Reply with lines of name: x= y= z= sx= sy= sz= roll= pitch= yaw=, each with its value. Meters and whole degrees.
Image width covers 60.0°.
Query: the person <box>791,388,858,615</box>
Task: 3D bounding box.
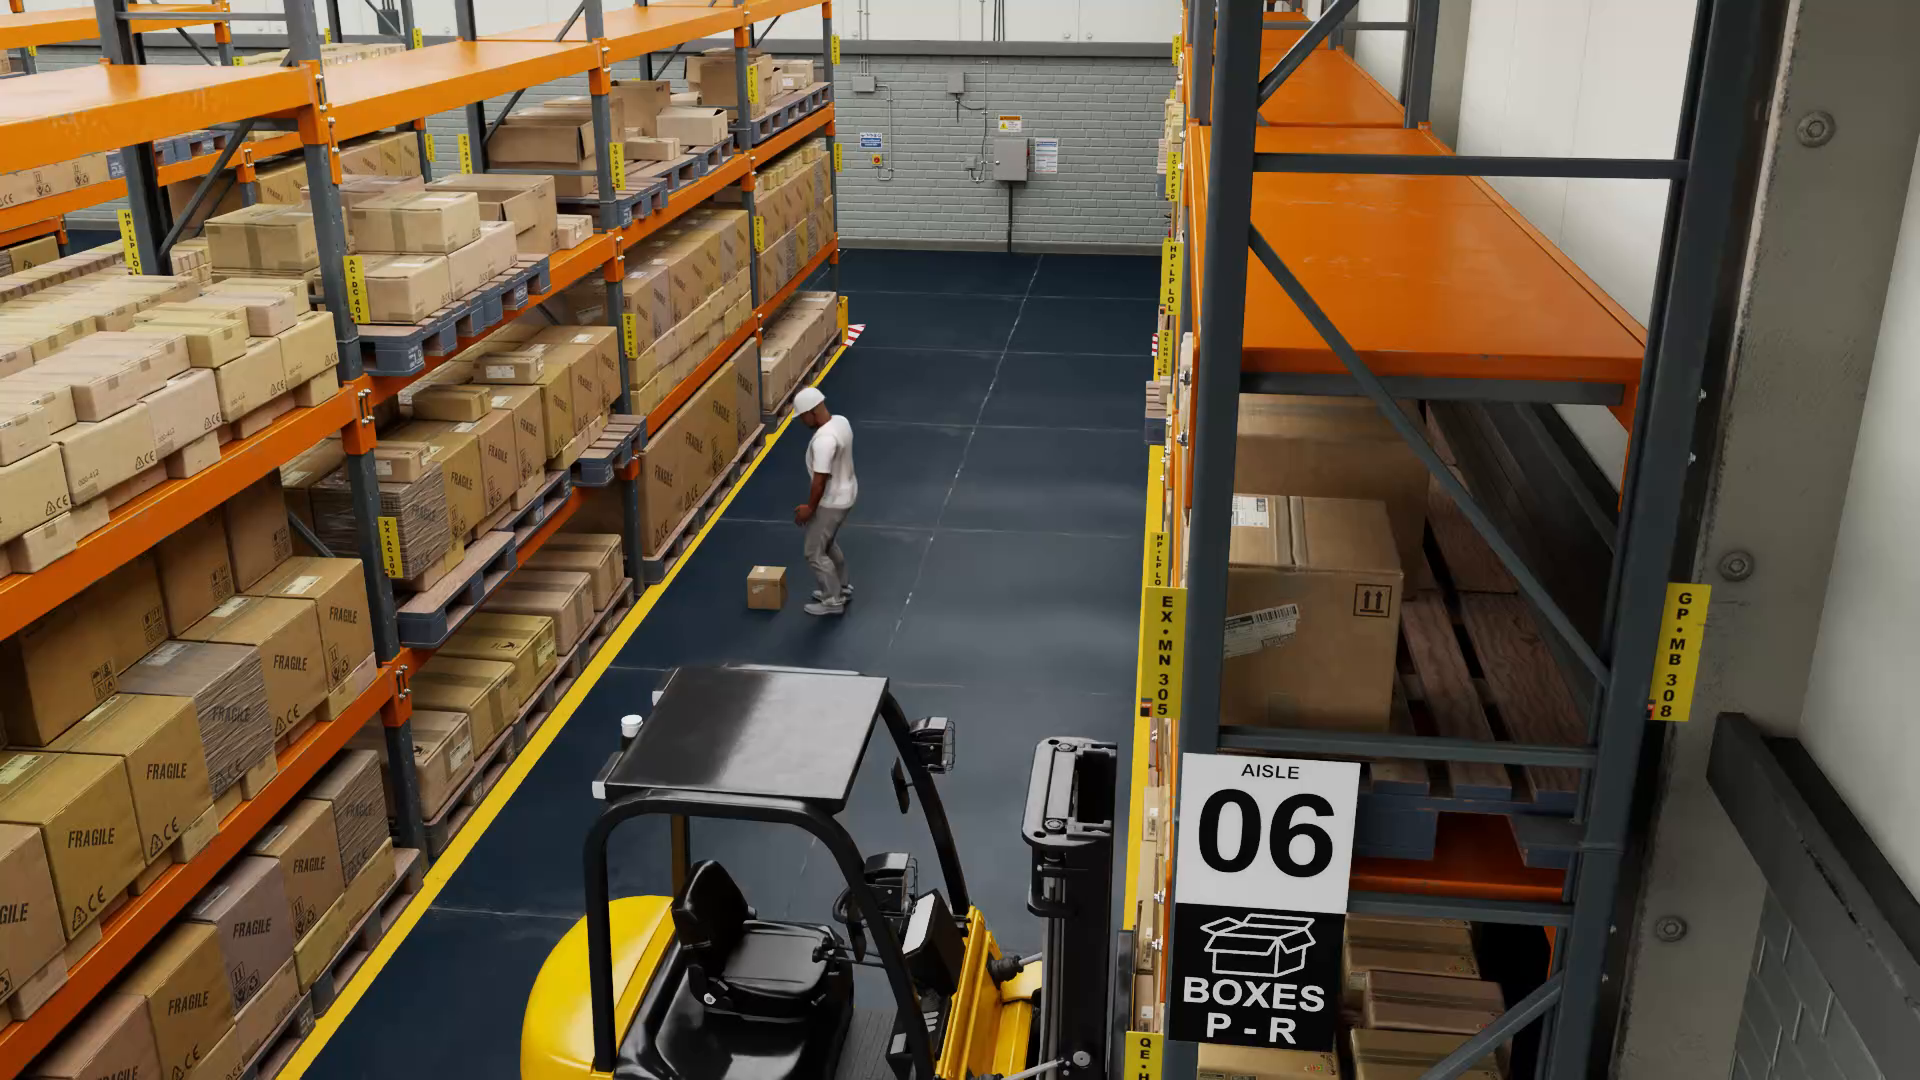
person: x=-1.000 y=-0.292 z=12.305 sx=0.453 sy=1.718 sz=0.591 roll=3 pitch=21 yaw=8
